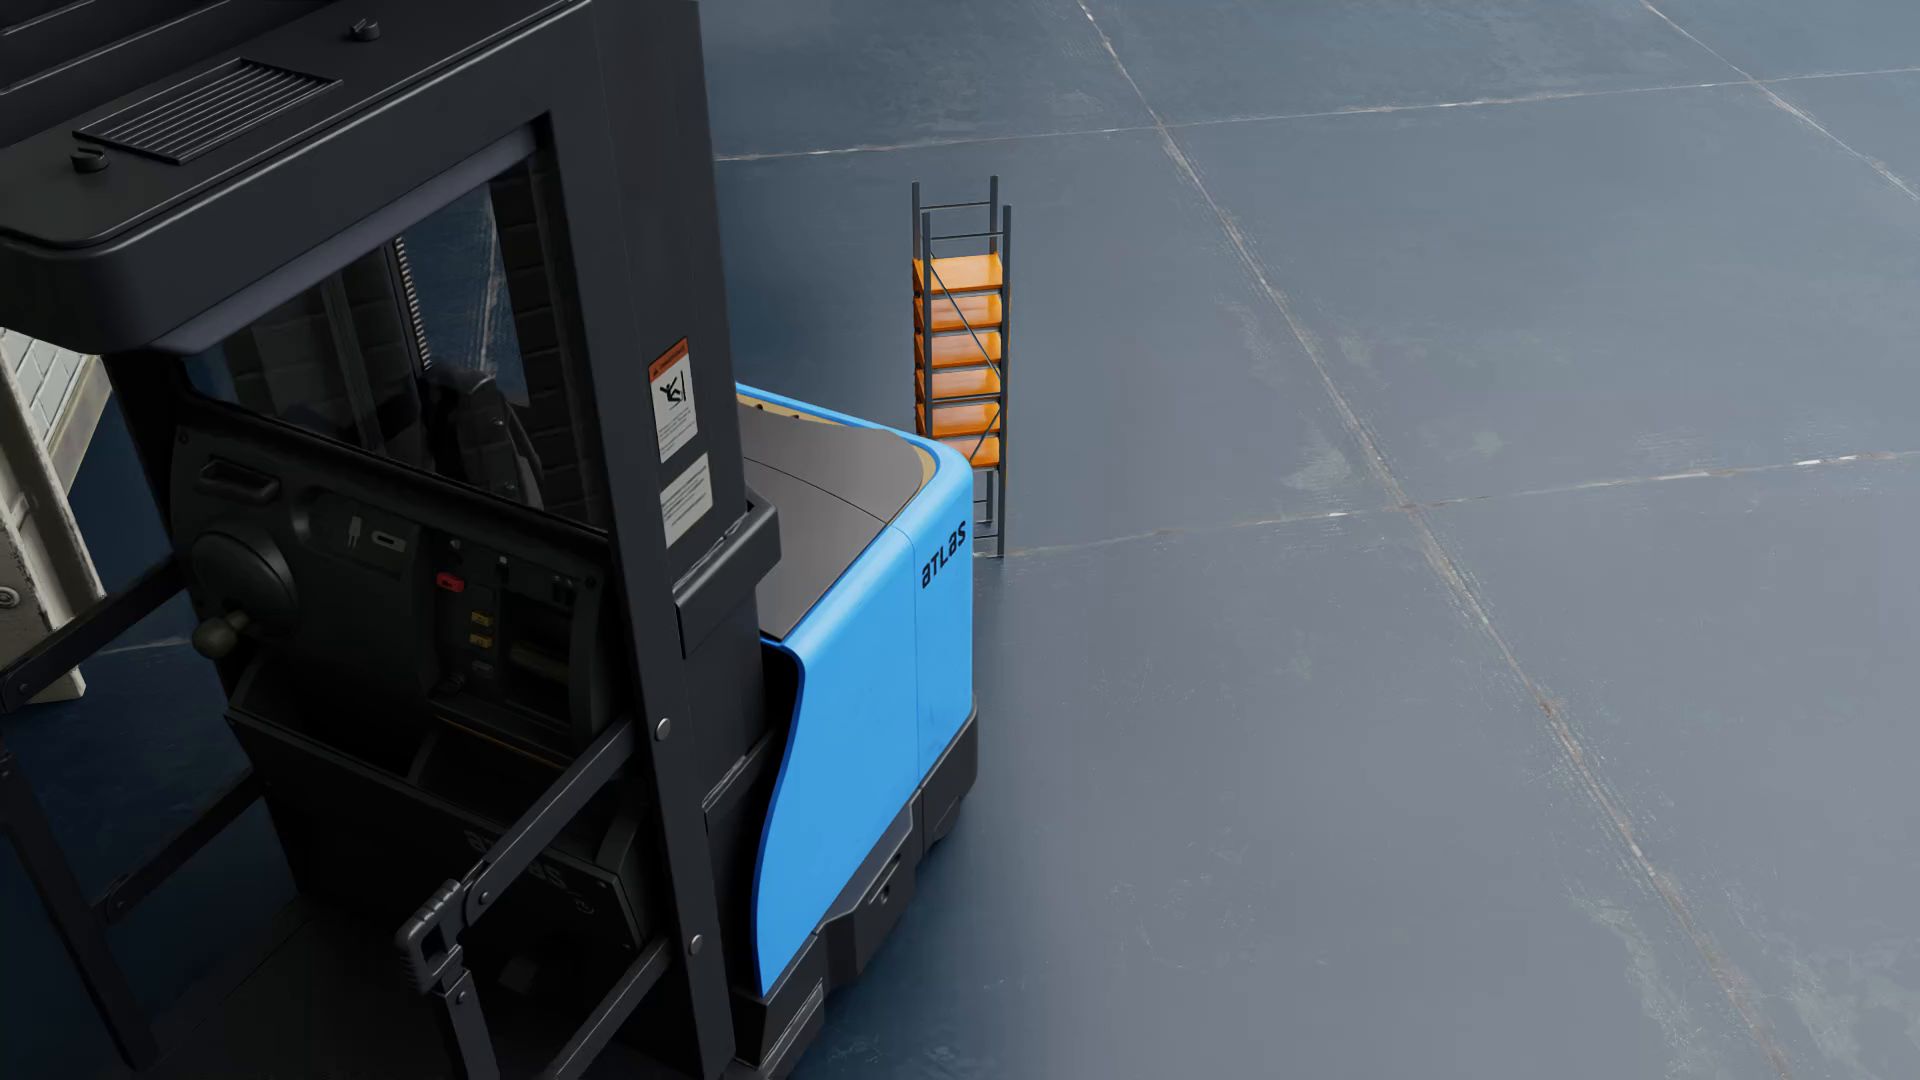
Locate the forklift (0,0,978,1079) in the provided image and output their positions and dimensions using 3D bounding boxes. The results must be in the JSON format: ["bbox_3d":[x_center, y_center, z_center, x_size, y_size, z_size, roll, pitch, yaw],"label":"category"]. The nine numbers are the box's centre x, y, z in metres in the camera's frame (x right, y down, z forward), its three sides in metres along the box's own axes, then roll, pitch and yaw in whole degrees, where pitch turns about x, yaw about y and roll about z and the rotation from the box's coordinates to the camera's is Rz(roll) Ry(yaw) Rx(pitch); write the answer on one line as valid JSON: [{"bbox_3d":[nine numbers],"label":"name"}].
[{"bbox_3d":[-1.076,0.157,2.659,1.130,2.935,3.031,17,41,21],"label":"forklift"}]

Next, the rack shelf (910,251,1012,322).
[{"bbox_3d":[0.003,-0.714,4.677,0.258,0.103,0.180,-6,38,-8],"label":"rack shelf"}]

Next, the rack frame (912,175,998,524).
[{"bbox_3d":[-0.013,-0.520,4.942,0.240,1.200,0.006,-6,38,-8],"label":"rack frame"}]

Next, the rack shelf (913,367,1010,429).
[{"bbox_3d":[0.003,-0.430,4.898,0.258,0.103,0.180,-6,38,-8],"label":"rack shelf"}]

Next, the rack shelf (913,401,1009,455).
[{"bbox_3d":[0.003,-0.335,4.972,0.258,0.103,0.180,-6,38,-8],"label":"rack shelf"}]

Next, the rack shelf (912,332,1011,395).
[{"bbox_3d":[0.003,-0.525,4.824,0.258,0.103,0.180,-6,38,-8],"label":"rack shelf"}]

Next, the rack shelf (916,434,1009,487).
[{"bbox_3d":[0.003,-0.240,5.045,0.258,0.103,0.180,-6,38,-8],"label":"rack shelf"}]

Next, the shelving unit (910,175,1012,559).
[{"bbox_3d":[0.003,-0.465,4.871,0.258,1.200,0.189,-6,38,-8],"label":"shelving unit"}]

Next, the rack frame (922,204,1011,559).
[{"bbox_3d":[0.019,-0.410,4.800,0.240,1.200,0.006,-6,38,-8],"label":"rack frame"}]

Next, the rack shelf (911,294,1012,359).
[{"bbox_3d":[0.003,-0.620,4.751,0.258,0.103,0.180,-6,38,-8],"label":"rack shelf"}]
